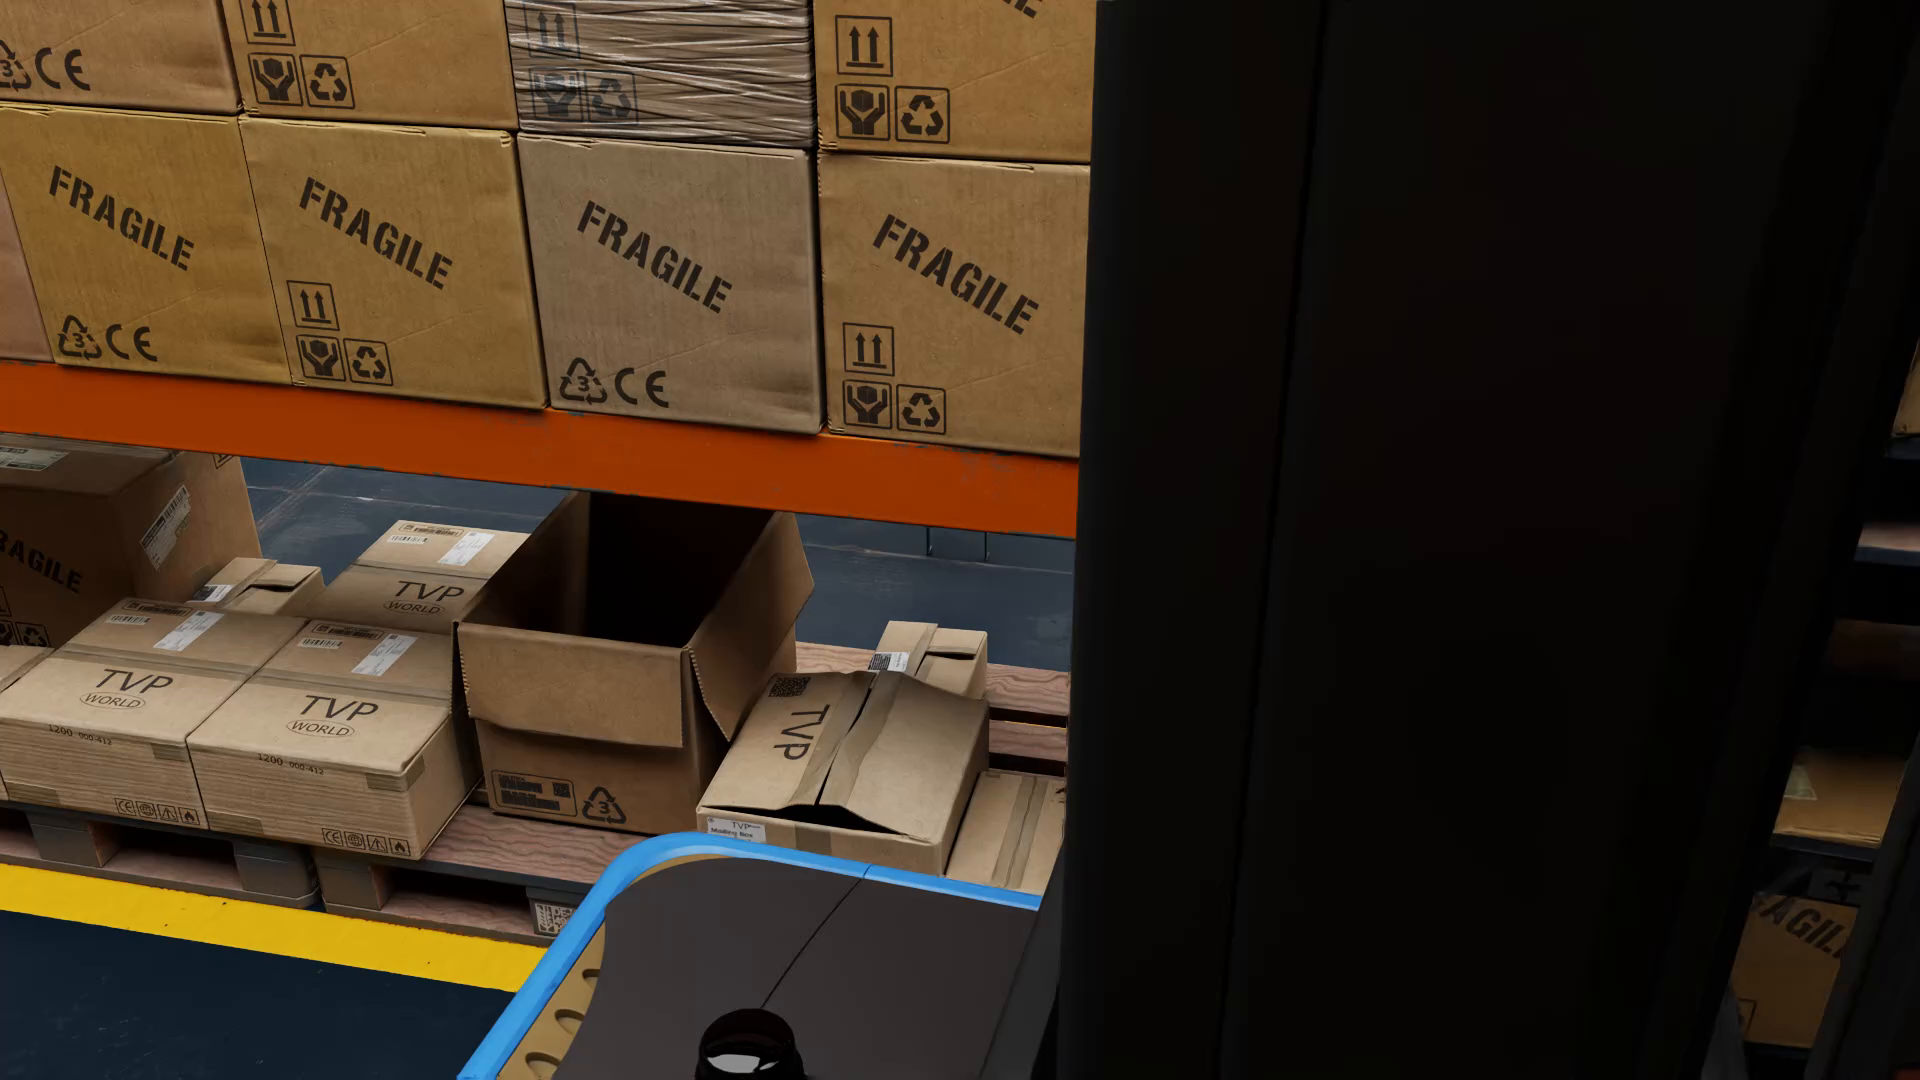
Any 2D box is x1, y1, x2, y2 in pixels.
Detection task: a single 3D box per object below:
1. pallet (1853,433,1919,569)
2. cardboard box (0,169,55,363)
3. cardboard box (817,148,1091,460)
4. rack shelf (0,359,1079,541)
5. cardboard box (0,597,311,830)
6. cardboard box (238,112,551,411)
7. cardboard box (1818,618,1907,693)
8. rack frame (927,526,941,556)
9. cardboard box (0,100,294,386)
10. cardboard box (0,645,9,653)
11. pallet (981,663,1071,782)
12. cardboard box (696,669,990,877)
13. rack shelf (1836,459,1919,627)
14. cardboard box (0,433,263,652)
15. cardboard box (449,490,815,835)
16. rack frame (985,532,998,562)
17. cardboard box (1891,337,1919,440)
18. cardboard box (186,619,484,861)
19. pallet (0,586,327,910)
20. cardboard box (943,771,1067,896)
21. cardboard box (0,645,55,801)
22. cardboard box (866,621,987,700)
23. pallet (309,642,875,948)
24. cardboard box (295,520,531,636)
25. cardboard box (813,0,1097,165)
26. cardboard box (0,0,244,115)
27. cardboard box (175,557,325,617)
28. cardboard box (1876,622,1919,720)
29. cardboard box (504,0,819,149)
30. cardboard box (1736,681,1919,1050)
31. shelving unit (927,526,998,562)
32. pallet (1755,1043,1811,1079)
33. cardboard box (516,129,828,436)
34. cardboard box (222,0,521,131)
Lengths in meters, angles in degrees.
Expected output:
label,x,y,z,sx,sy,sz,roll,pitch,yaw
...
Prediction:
label,x,y,z,sx,sy,sz,roll,pitch,yaw
pallet,1.878,-0.249,2.781,1.213,0.211,1.003,6,29,11
cardboard box,-1.908,-0.692,3.286,0.500,0.500,0.500,6,29,10
cardboard box,0.072,-0.489,2.916,0.500,0.500,0.500,7,29,12
rack shelf,-0.837,-0.350,3.514,4.000,0.370,1.077,6,29,11
cardboard box,-1.831,0.385,3.828,0.500,0.250,0.500,6,29,11
cardboard box,-0.929,-0.589,3.099,0.500,0.500,0.500,6,29,11
cardboard box,1.662,0.354,3.625,0.500,0.500,0.500,6,29,10
rack frame,-0.075,-0.534,4.976,0.006,1.200,0.240,6,29,11
cardboard box,-1.418,-0.640,3.192,0.500,0.500,0.500,6,29,10
cardboard box,-2.455,0.395,3.915,0.250,0.149,0.380,6,29,11
pallet,0.448,0.689,3.771,1.213,0.211,1.003,6,29,11
cardboard box,-0.231,0.523,3.514,0.500,0.311,0.500,6,29,11
rack shelf,3.075,0.051,2.781,4.000,0.370,1.077,6,29,11
cardboard box,-2.209,-0.023,4.314,0.500,0.500,0.500,6,29,11
cardboard box,-0.719,0.251,3.809,0.637,0.503,0.797,6,29,11
rack frame,0.104,-0.516,4.942,0.006,1.200,0.240,6,29,11
cardboard box,1.536,-0.540,2.572,0.500,0.500,0.700,-4,29,-7
cardboard box,-1.342,0.435,3.736,0.500,0.250,0.500,6,29,11
pallet,-1.938,0.445,4.218,1.213,0.211,1.003,6,29,11
cardboard box,0.124,0.660,3.432,0.250,0.149,0.380,6,29,11
cardboard box,-2.210,0.413,3.865,0.250,0.166,0.380,6,29,11
cardboard box,-0.094,0.359,3.962,0.250,0.166,0.380,6,29,11
pallet,-0.749,0.568,3.993,1.213,0.211,1.003,6,29,11
cardboard box,-1.287,0.196,4.174,0.500,0.250,0.500,6,29,11
cardboard box,0.069,-0.926,2.673,0.500,0.500,0.500,5,29,10
cardboard box,-1.413,-1.078,2.951,0.500,0.500,0.500,6,29,11
cardboard box,-1.832,0.206,4.243,0.250,0.166,0.380,6,29,11
cardboard box,2.143,0.407,3.527,0.500,0.500,0.500,6,29,11
cardboard box,-0.424,-0.977,2.765,0.500,0.500,0.500,6,29,11
cardboard box,1.541,0.602,3.172,0.500,0.500,0.500,5,29,8
shelving unit,0.014,-0.525,4.959,0.189,1.200,0.258,6,29,11
pallet,1.923,0.822,3.528,1.213,0.211,1.003,6,29,11
cardboard box,-0.430,-0.540,3.008,0.500,0.500,0.500,7,29,12
cardboard box,-0.916,-1.028,2.859,0.500,0.500,0.500,6,29,10
